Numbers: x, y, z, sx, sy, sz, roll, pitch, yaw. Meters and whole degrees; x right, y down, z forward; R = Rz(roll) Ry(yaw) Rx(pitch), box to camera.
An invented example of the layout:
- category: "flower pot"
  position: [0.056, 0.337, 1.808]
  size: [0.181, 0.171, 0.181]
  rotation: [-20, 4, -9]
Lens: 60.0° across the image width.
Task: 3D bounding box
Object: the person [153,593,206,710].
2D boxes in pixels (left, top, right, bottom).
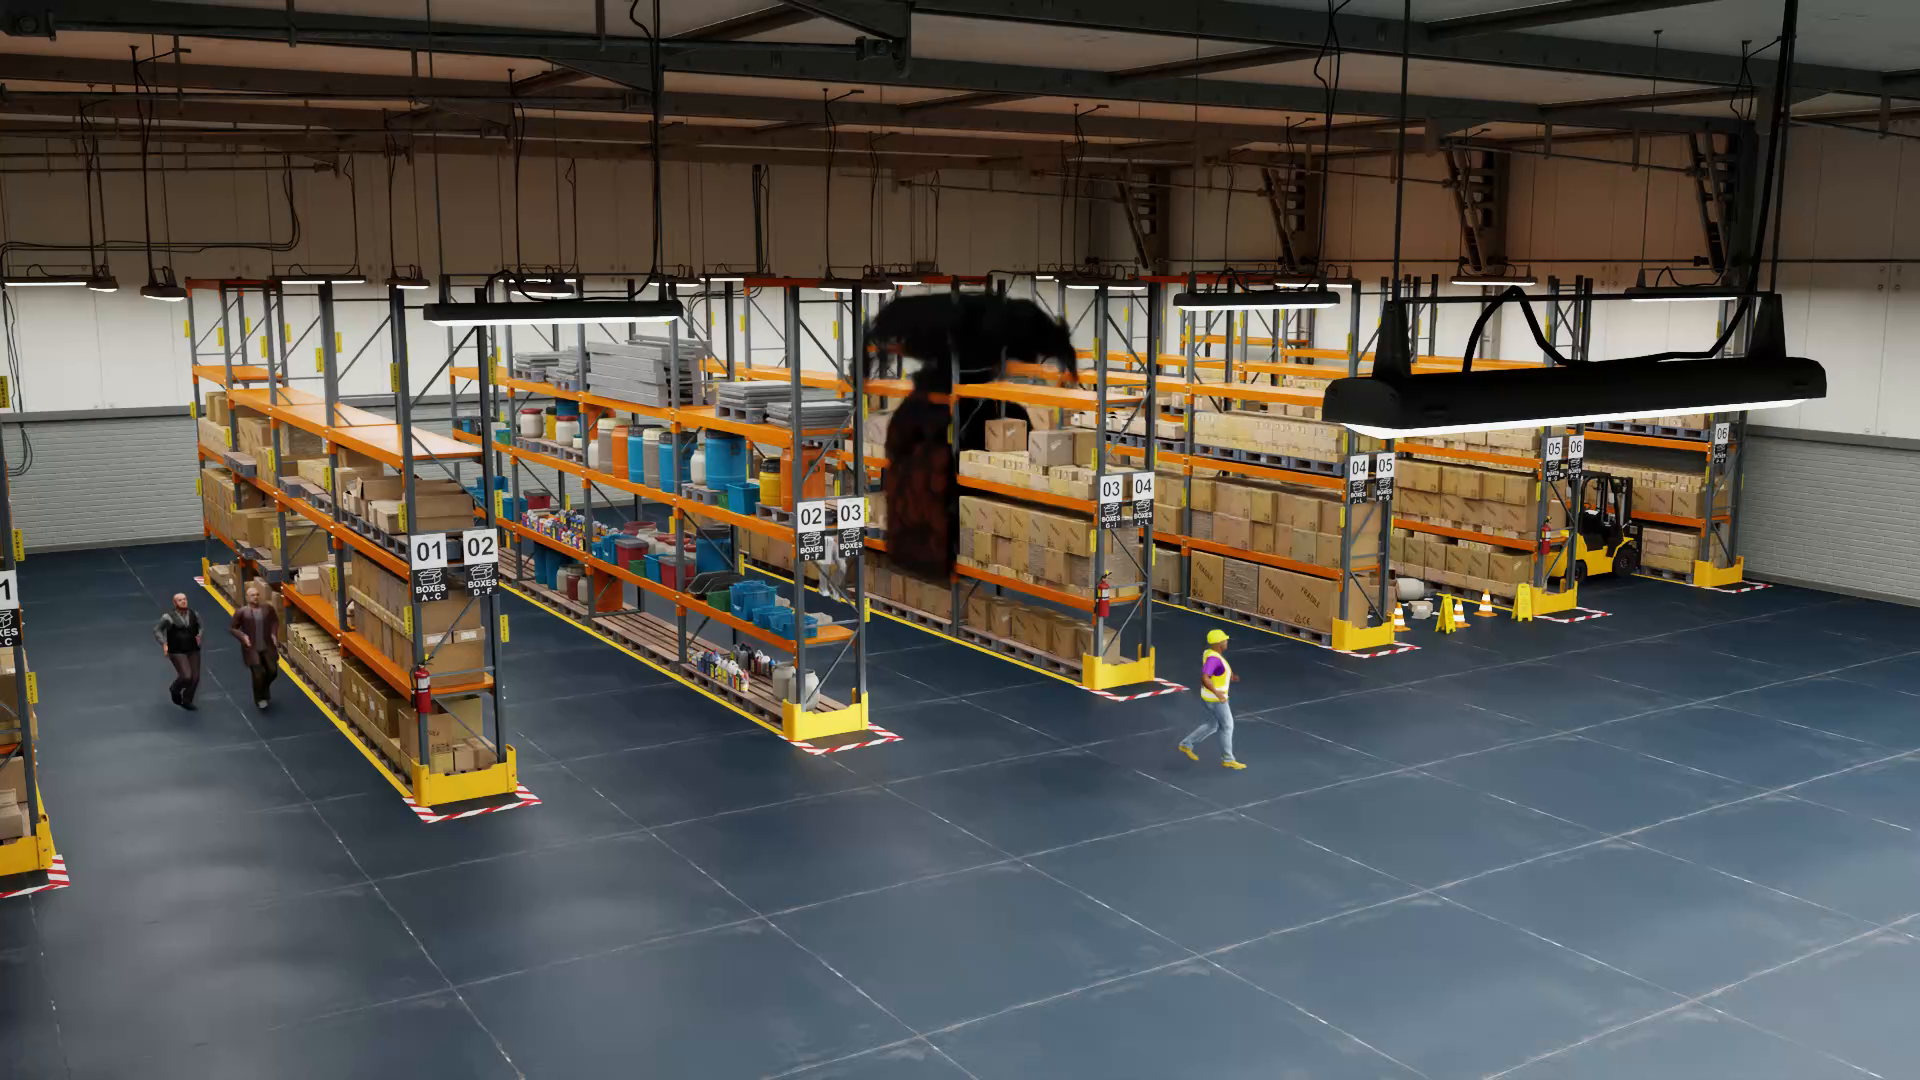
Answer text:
- category: "person"
  position: [-10.939, 1.592, 23.492]
  size: [0.564, 1.682, 0.649]
  rotation: [8, 13, 41]

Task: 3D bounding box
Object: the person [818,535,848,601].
- category: "person"
  position: [-2.286, 0.205, 29.862]
  size: [0.672, 1.829, 0.827]
  rotation: [-7, 12, -35]

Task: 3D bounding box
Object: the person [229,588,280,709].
- category: "person"
  position: [-9.974, 1.537, 23.651]
  size: [0.705, 1.727, 0.604]
  rotation: [-7, 12, -38]

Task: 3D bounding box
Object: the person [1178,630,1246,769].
- category: "person"
  position: [3.179, 1.992, 20.837]
  size: [0.853, 1.774, 0.698]
  rotation: [0, 10, -2]
